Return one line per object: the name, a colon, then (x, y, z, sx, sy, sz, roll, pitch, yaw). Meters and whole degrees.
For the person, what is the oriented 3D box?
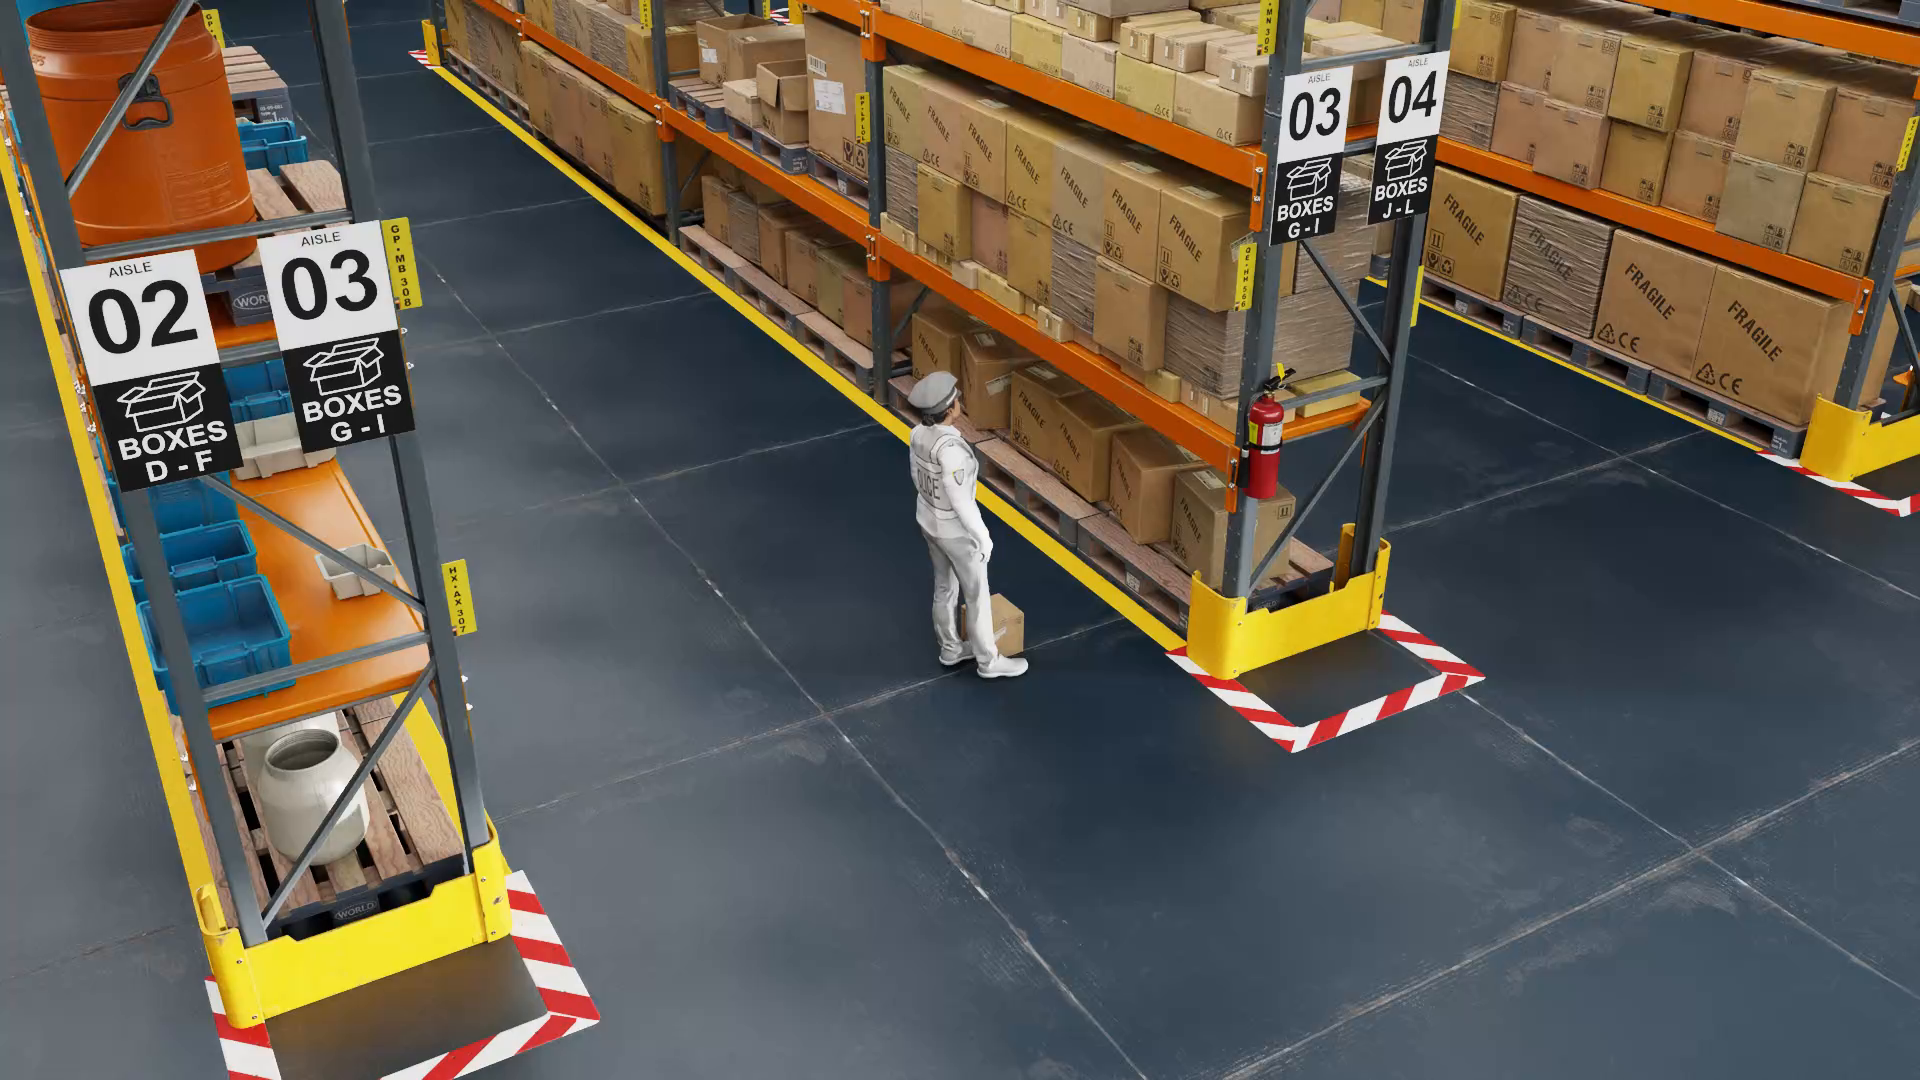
person: (0.015, -0.089, 8.662, 0.529, 1.694, 0.587, -16, 33, -26)
